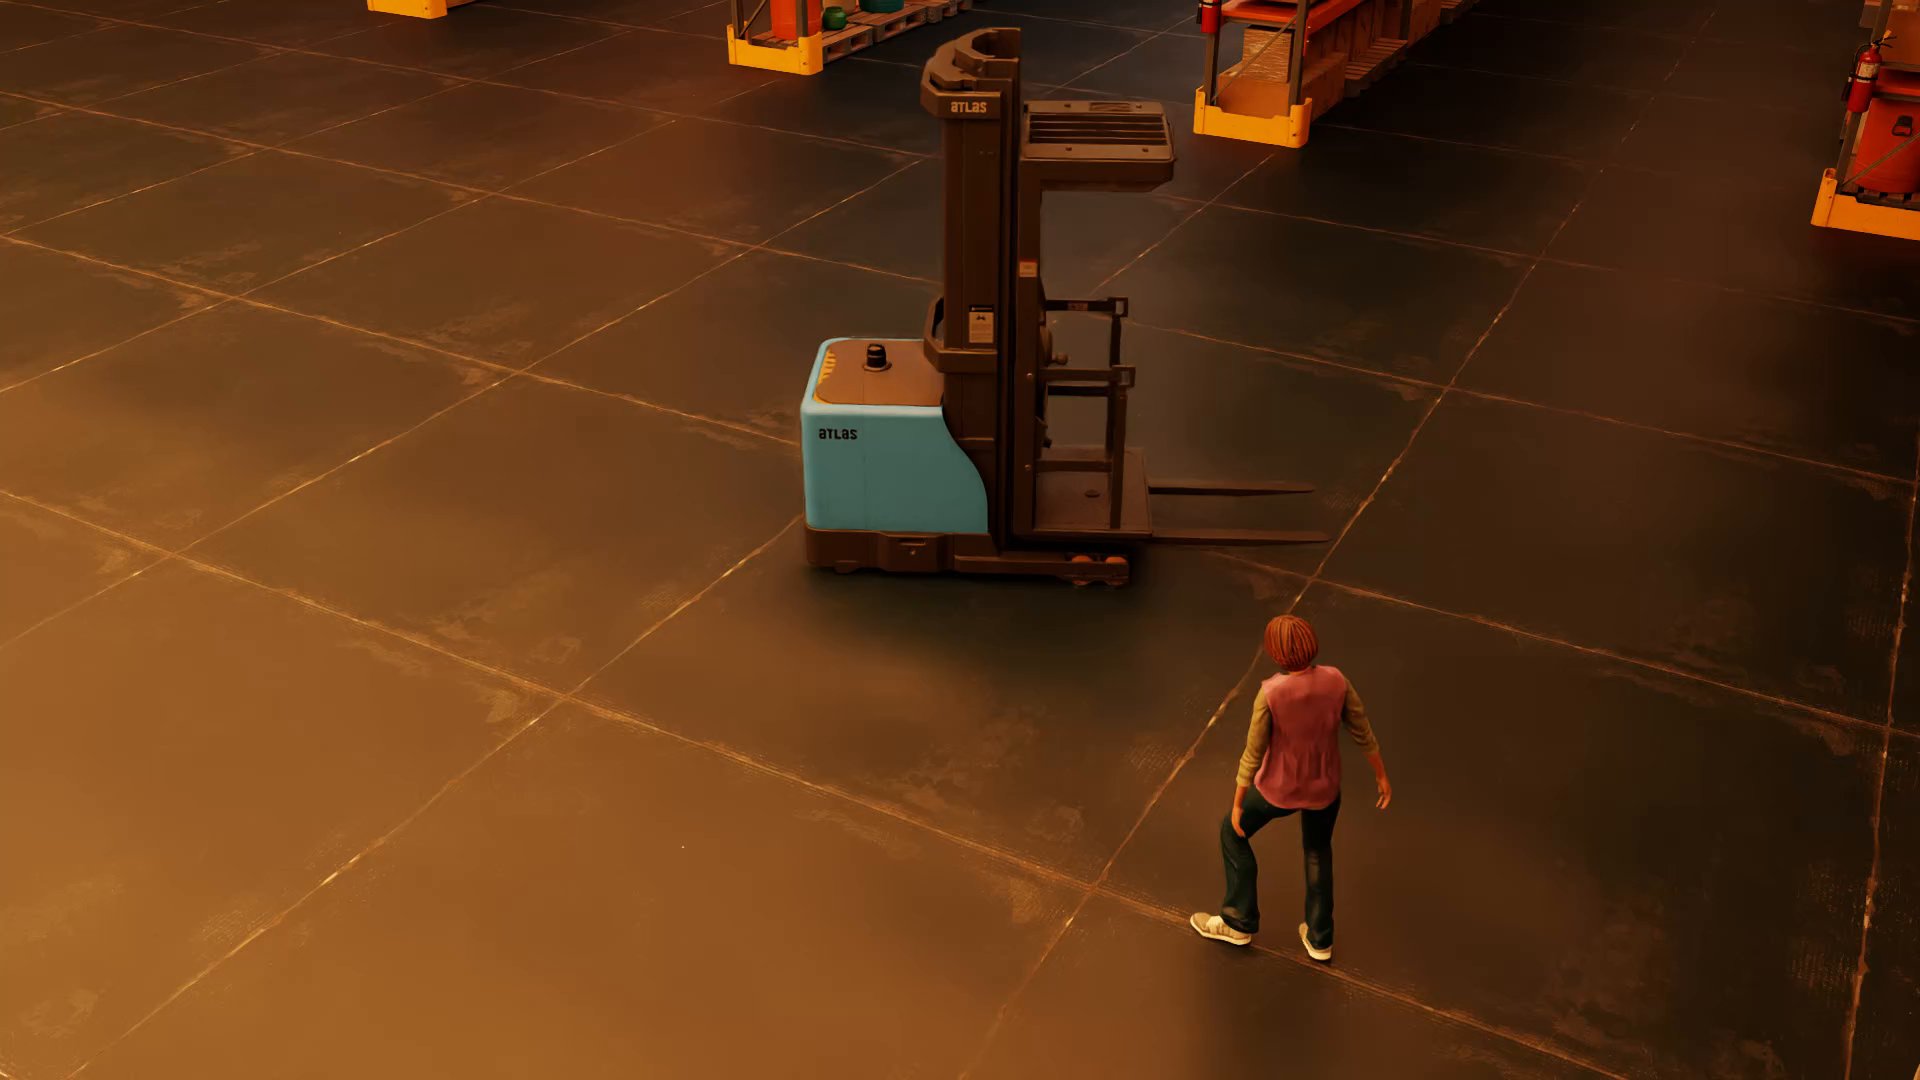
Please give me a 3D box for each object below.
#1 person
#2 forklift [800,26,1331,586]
[{"bbox_3d":[1.367,1.025,6.718,0.744,1.569,0.414,-2,30,-4],"label":"person"},{"bbox_3d":[0.636,-1.280,9.288,3.031,2.935,1.130,1,30,3],"label":"forklift"}]
